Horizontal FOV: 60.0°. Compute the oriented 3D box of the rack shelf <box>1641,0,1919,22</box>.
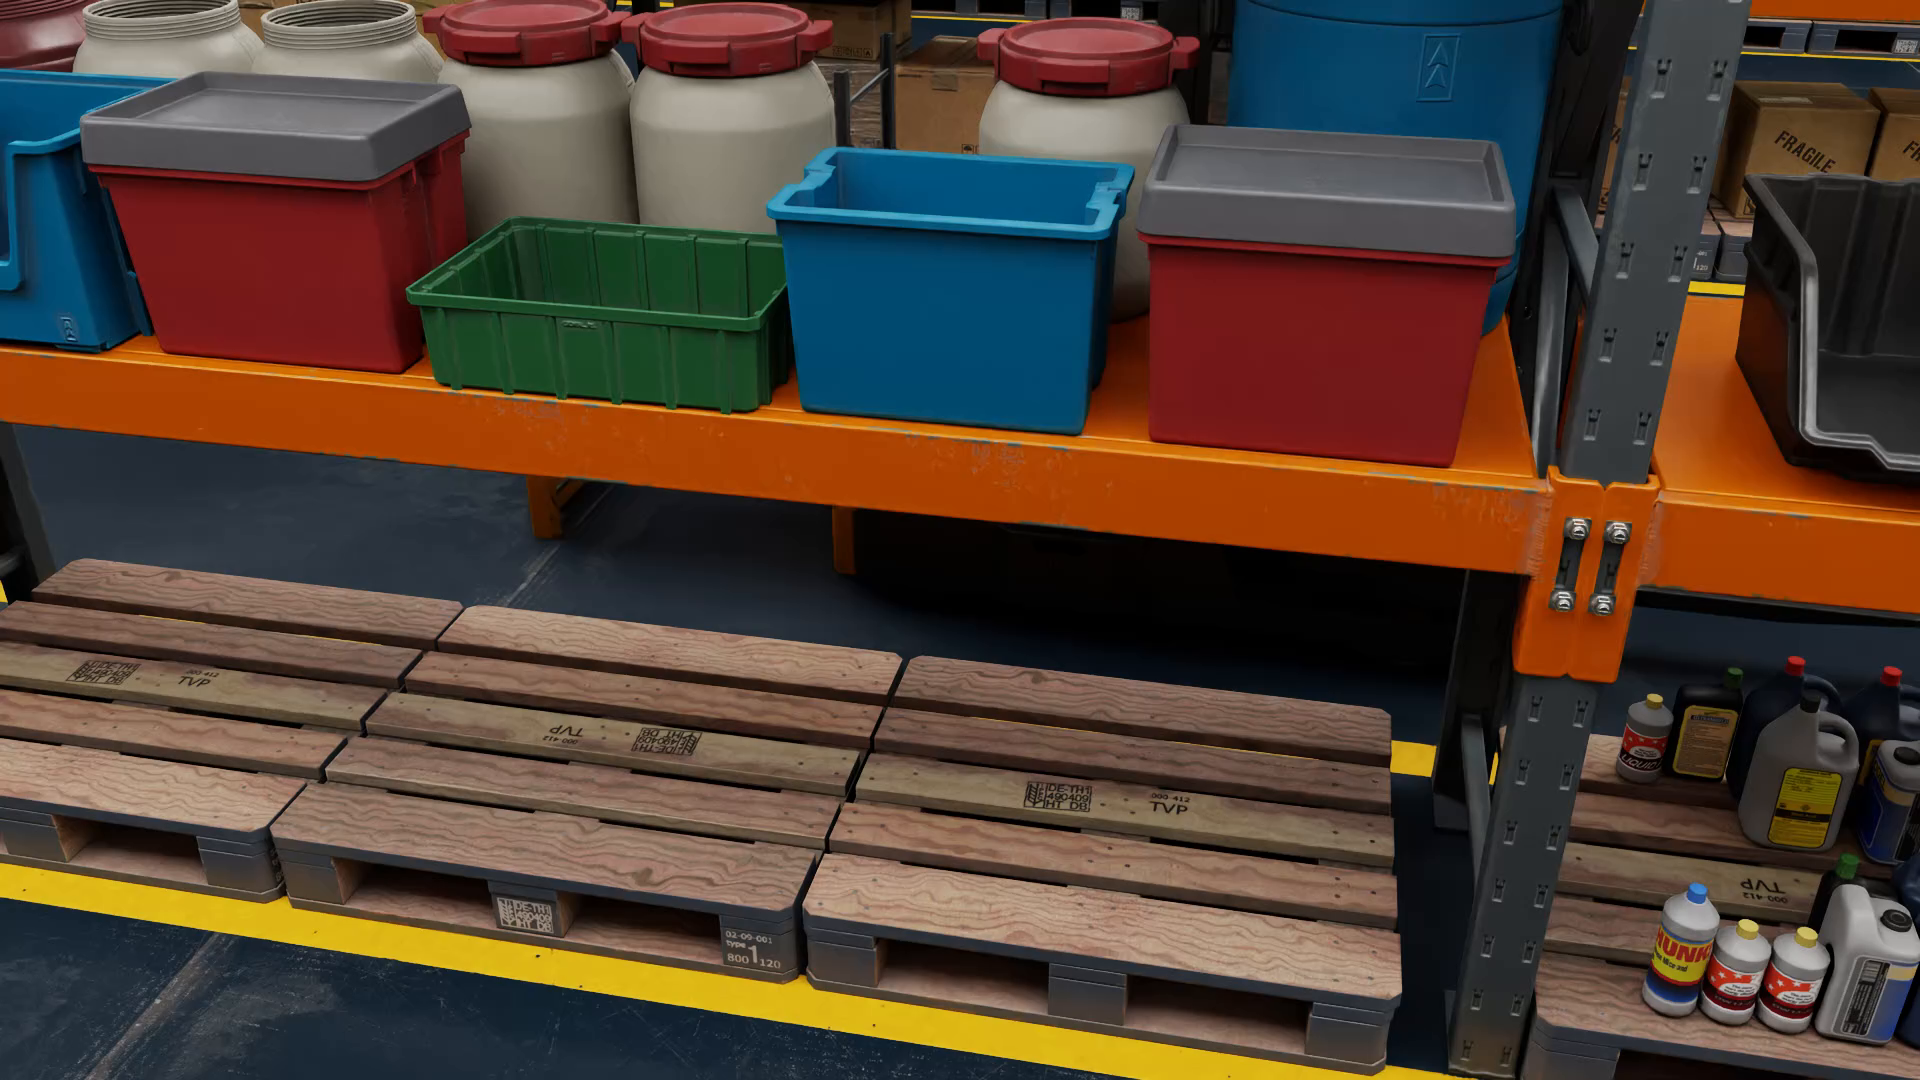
[{"bbox_3d":[4.128,-2.292,7.062,4.000,0.370,1.077,6,29,11],"label":"rack shelf"}]

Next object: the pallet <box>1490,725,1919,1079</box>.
[{"bbox_3d":[1.786,0.828,3.518,1.213,0.211,1.003,6,29,11],"label":"pallet"}]

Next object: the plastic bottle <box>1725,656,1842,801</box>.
[{"bbox_3d":[1.828,0.416,3.667,0.185,0.351,0.144,5,29,9],"label":"plastic bottle"}]

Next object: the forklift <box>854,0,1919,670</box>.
[{"bbox_3d":[1.262,-1.188,4.368,3.031,2.935,1.130,6,29,12],"label":"forklift"}]

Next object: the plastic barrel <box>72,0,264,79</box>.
[{"bbox_3d":[-1.723,-0.930,3.708,0.421,0.512,0.421,0,29,0],"label":"plastic barrel"}]

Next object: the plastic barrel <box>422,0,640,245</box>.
[{"bbox_3d":[-0.893,-0.858,3.552,0.433,0.535,0.433,0,29,0],"label":"plastic barrel"}]

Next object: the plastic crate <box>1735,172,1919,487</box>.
[{"bbox_3d":[1.623,-0.343,2.817,0.504,0.338,0.767,6,29,11],"label":"plastic crate"}]

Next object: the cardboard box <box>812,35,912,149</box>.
[{"bbox_3d":[-0.535,-2.199,8.287,0.500,0.500,0.700,3,29,6],"label":"cardboard box"}]

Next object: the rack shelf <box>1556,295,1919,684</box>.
[{"bbox_3d":[3.094,0.034,2.814,4.000,0.370,1.077,6,29,11],"label":"rack shelf"}]

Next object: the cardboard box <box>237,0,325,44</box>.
[{"bbox_3d":[-3.280,-2.634,8.712,0.875,0.875,1.225,6,29,11],"label":"cardboard box"}]

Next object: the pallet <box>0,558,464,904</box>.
[{"bbox_3d":[-2.025,0.436,4.234,1.213,0.211,1.003,6,29,11],"label":"pallet"}]

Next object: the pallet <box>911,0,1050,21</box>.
[{"bbox_3d":[0.150,-4.191,12.685,1.213,0.211,1.003,6,29,11],"label":"pallet"}]

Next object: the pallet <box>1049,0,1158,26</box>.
[{"bbox_3d":[1.340,-4.068,12.460,1.213,0.211,1.003,6,29,11],"label":"pallet"}]

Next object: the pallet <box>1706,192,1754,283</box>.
[{"bbox_3d":[4.033,-1.413,7.611,1.213,0.211,1.003,6,29,11],"label":"pallet"}]

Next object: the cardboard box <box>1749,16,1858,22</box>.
[{"bbox_3d":[5.681,-4.103,11.396,0.875,0.875,0.875,5,29,10],"label":"cardboard box"}]

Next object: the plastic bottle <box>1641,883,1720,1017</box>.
[{"bbox_3d":[1.358,0.759,3.122,0.097,0.271,0.097,0,29,0],"label":"plastic bottle"}]

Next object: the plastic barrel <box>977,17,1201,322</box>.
[{"bbox_3d":[0.248,-0.741,3.338,0.433,0.535,0.433,0,29,0],"label":"plastic barrel"}]

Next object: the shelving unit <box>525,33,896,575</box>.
[{"bbox_3d":[-0.766,-0.746,5.051,1.083,1.500,0.587,6,29,12],"label":"shelving unit"}]

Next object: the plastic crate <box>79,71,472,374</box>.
[{"bbox_3d":[-1.258,-0.606,3.166,0.583,0.464,0.402,6,29,11],"label":"plastic crate"}]

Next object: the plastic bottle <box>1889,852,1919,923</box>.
[{"bbox_3d":[1.871,0.695,3.158,0.185,0.351,0.144,6,29,11],"label":"plastic bottle"}]

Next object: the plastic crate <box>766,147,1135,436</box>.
[{"bbox_3d":[-0.006,-0.440,2.946,0.575,0.384,0.392,6,29,11],"label":"plastic crate"}]

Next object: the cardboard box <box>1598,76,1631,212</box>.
[{"bbox_3d":[3.117,-1.783,7.549,0.500,0.500,0.500,16,32,26],"label":"cardboard box"}]

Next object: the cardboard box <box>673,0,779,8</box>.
[{"bbox_3d":[-1.078,-2.582,8.206,0.500,0.250,0.500,7,29,13],"label":"cardboard box"}]

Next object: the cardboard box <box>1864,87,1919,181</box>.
[{"bbox_3d":[4.277,-1.681,7.362,0.500,0.500,0.500,9,30,15],"label":"cardboard box"}]

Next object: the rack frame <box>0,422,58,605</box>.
[{"bbox_3d":[-2.774,-0.883,3.740,0.127,3.000,1.000,6,29,11],"label":"rack frame"}]

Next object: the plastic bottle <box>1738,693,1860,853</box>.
[{"bbox_3d":[1.798,0.484,3.543,0.185,0.351,0.144,6,29,11],"label":"plastic bottle"}]

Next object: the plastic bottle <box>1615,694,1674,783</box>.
[{"bbox_3d":[1.558,0.442,3.774,0.097,0.201,0.097,0,29,0],"label":"plastic bottle"}]

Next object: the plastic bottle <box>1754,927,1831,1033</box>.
[{"bbox_3d":[1.557,0.810,3.102,0.097,0.201,0.097,0,29,0],"label":"plastic bottle"}]

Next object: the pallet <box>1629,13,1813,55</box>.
[{"bbox_3d":[5.231,-3.670,11.734,1.213,0.211,1.003,6,29,11],"label":"pallet"}]

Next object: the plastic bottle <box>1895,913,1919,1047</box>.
[{"bbox_3d":[1.841,0.763,3.034,0.185,0.351,0.144,7,29,12],"label":"plastic bottle"}]

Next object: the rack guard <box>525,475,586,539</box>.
[{"bbox_3d":[-1.251,-0.253,5.451,0.087,0.250,0.587,6,29,12],"label":"rack guard"}]

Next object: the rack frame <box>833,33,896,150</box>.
[{"bbox_3d":[-0.262,-0.690,4.948,0.032,1.500,0.500,6,29,12],"label":"rack frame"}]
